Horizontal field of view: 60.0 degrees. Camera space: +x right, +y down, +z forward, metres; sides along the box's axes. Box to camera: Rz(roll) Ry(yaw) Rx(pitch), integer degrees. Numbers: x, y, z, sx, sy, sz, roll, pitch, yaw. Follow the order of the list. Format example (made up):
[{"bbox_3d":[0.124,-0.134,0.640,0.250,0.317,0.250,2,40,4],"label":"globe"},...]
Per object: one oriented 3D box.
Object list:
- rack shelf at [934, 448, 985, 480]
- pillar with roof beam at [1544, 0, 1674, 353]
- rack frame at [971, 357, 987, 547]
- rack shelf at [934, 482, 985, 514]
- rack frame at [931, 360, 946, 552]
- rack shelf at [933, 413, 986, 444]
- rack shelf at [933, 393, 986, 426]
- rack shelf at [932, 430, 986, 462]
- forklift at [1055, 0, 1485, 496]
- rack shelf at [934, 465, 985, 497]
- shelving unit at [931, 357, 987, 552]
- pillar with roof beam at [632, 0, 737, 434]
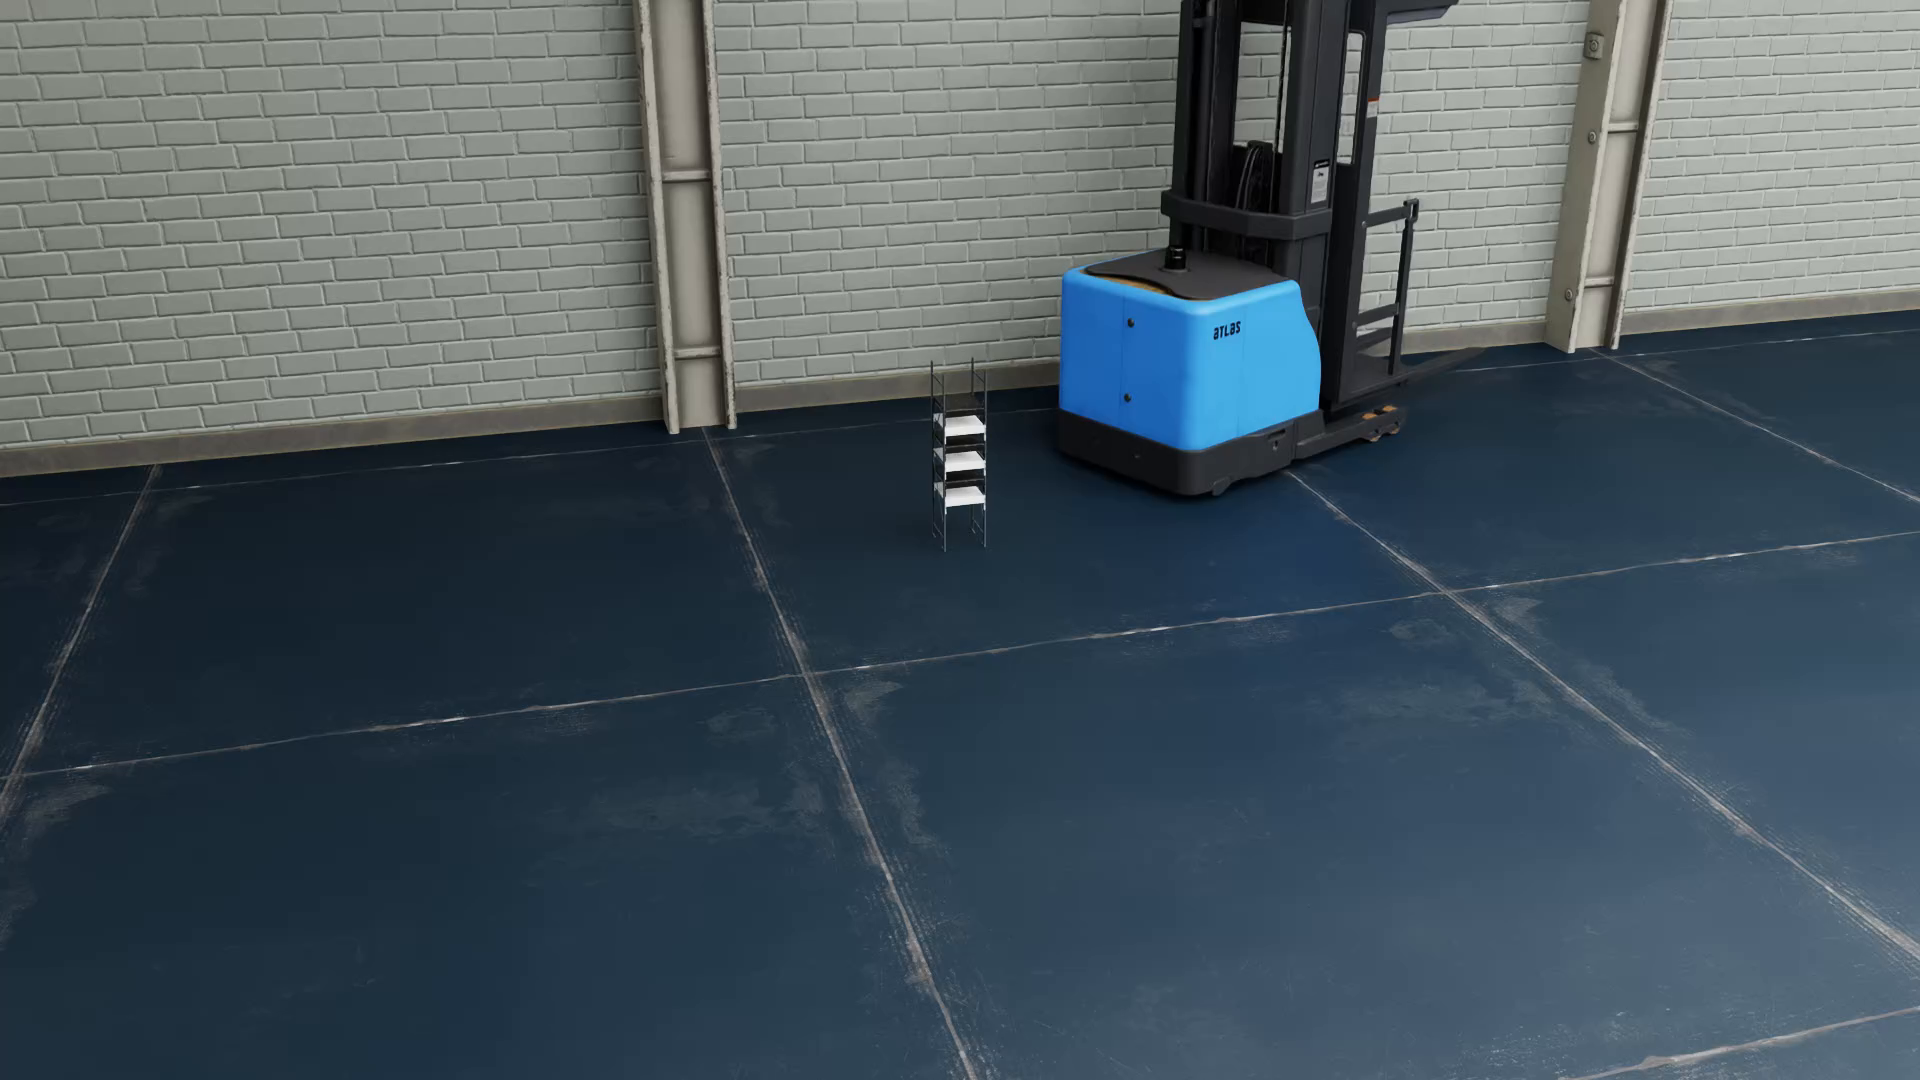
[{"bbox_3d":[-0.008,-0.382,8.084,0.200,0.077,0.258,-6,24,-14],"label":"rack shelf"},{"bbox_3d":[5.396,-3.836,5.779,0.400,9.000,9.100,-6,24,-14],"label":"pillar with roof beam"},{"bbox_3d":[0.090,-0.424,8.096,0.006,0.900,0.240,-6,24,-14],"label":"rack frame"},{"bbox_3d":[-0.008,-0.217,8.155,0.200,0.077,0.258,-6,24,-14],"label":"rack shelf"},{"bbox_3d":[-0.106,-0.402,8.045,0.006,0.900,0.240,-6,24,-14],"label":"rack frame"},{"bbox_3d":[-0.008,-0.547,8.013,0.200,0.077,0.258,-6,24,-14],"label":"rack shelf"},{"bbox_3d":[-0.008,-0.630,7.977,0.200,0.077,0.258,-6,24,-14],"label":"rack shelf"},{"bbox_3d":[-0.008,-0.465,8.048,0.200,0.077,0.258,-6,24,-14],"label":"rack shelf"},{"bbox_3d":[1.965,-2.046,9.302,3.031,2.935,1.130,-19,30,-38],"label":"forklift"},{"bbox_3d":[-0.008,-0.299,8.119,0.200,0.077,0.258,-6,24,-14],"label":"rack shelf"},{"bbox_3d":[-0.008,-0.413,8.071,0.210,0.900,0.258,-6,24,-14],"label":"shelving unit"},{"bbox_3d":[-0.381,-3.197,4.289,0.400,9.000,9.100,-6,24,-14],"label":"pillar with roof beam"}]
